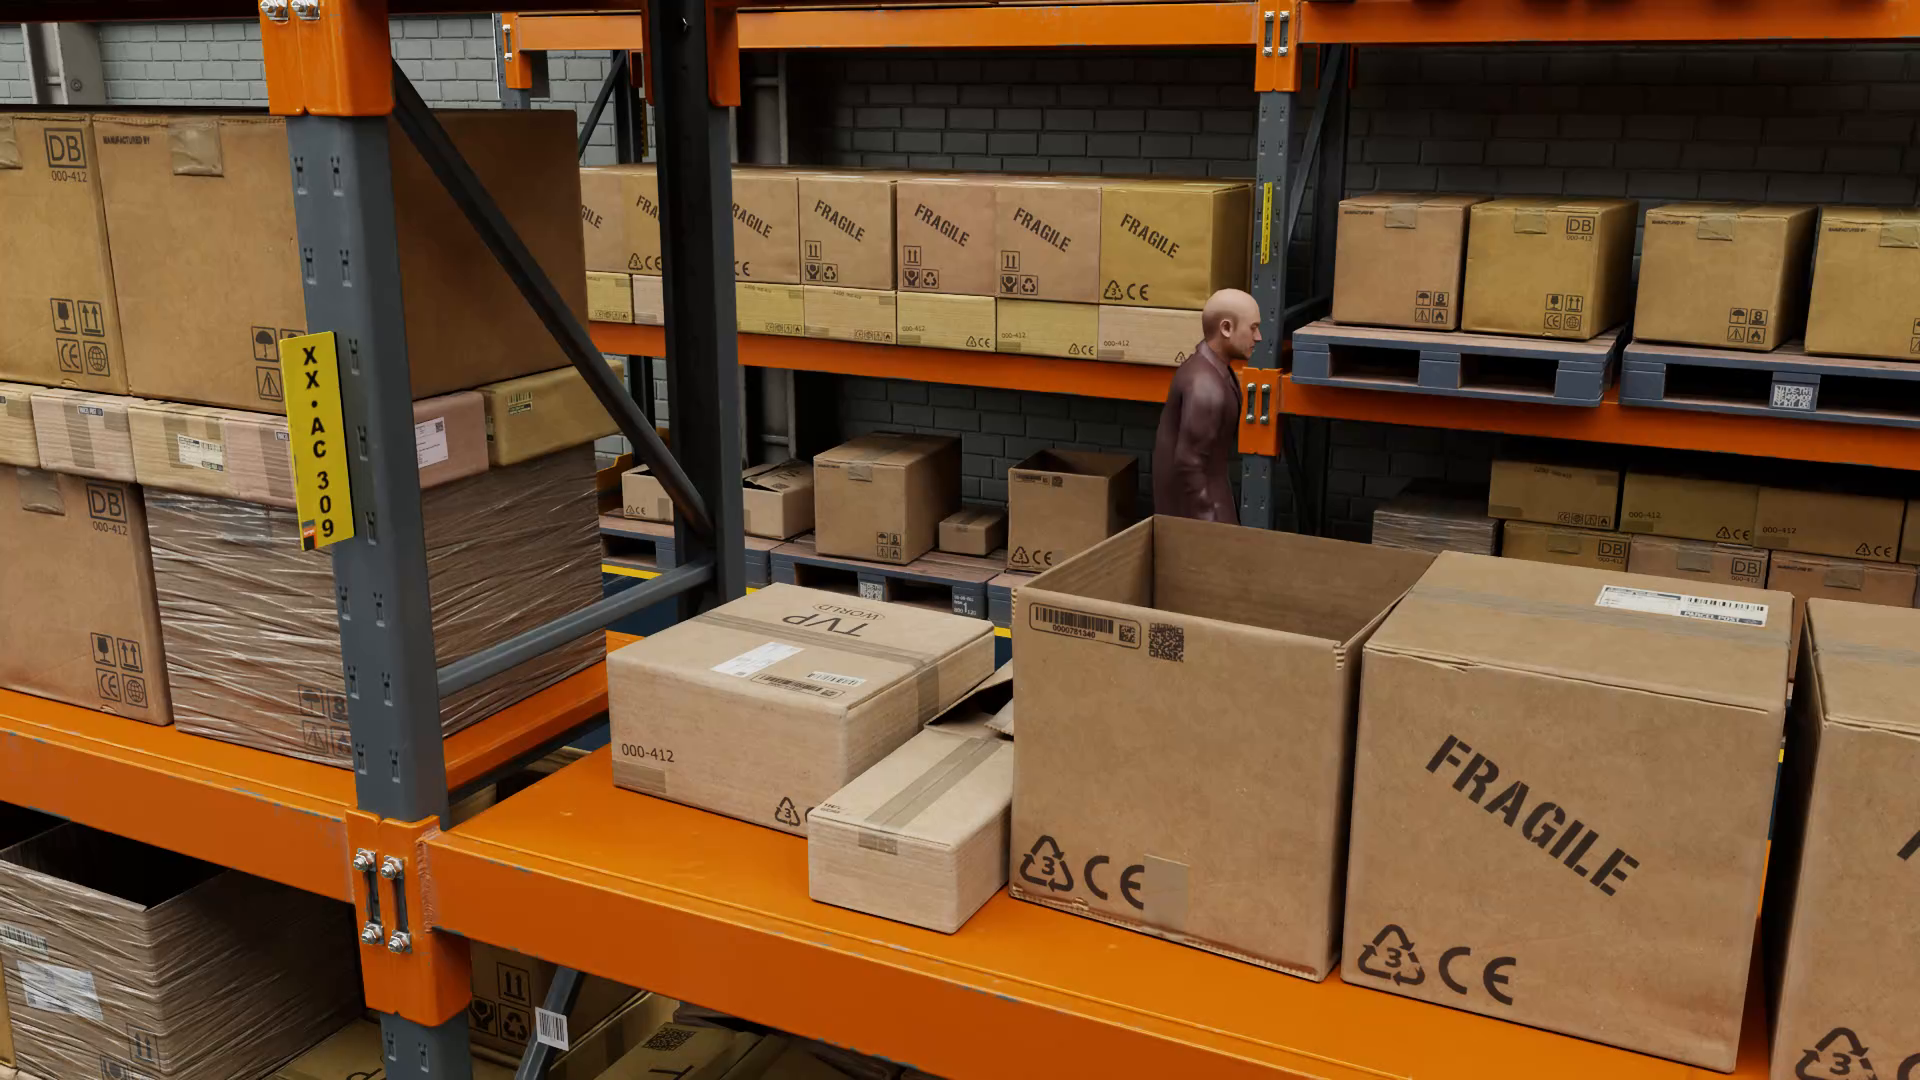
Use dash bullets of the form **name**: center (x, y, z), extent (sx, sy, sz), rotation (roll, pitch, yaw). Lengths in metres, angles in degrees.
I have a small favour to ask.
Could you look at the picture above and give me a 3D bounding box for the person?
- **person**: center (0.930, -0.050, 6.234), extent (0.428, 1.773, 0.641), rotation (3, 16, 12)
